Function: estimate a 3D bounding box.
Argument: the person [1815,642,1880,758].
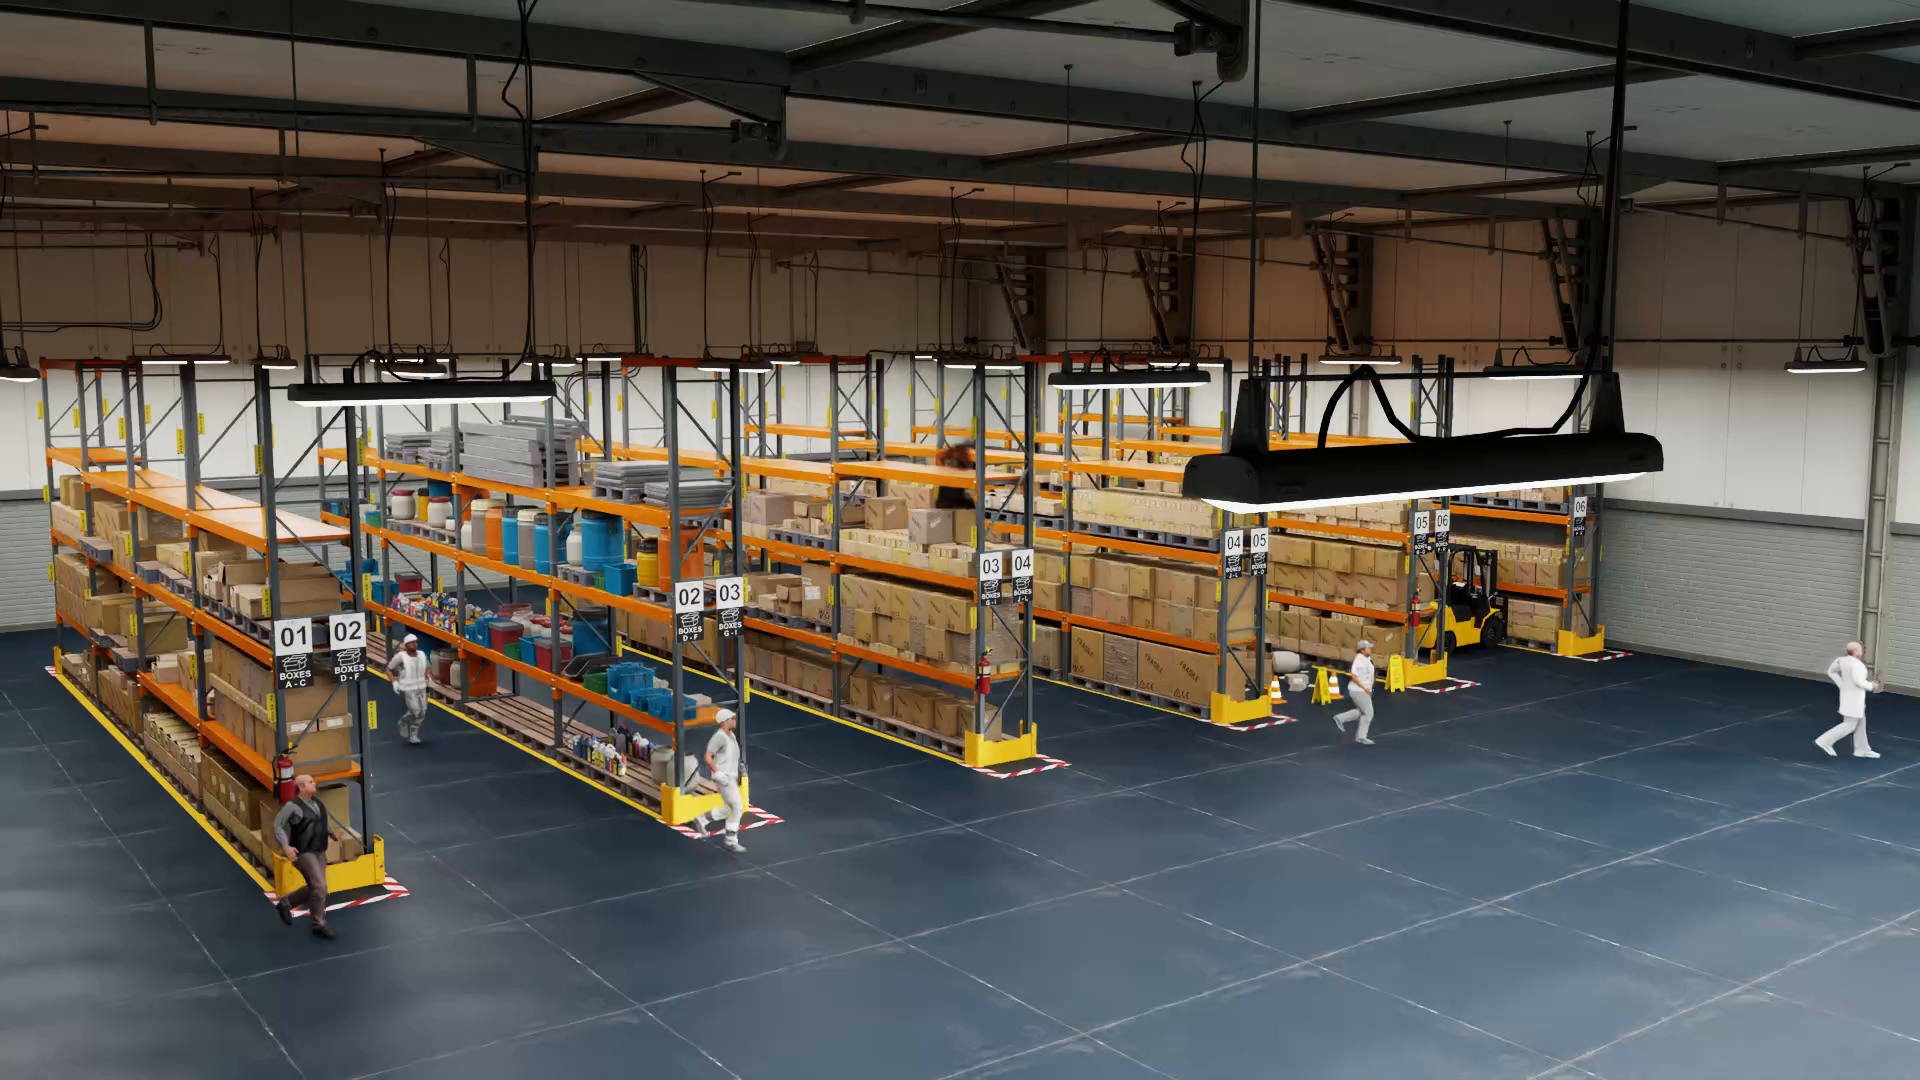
[{"bbox_3d":[13.432,2.412,25.098,0.985,1.764,0.719,1,7,6],"label":"person"}]

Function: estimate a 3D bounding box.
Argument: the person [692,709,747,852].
[{"bbox_3d":[-2.987,2.997,20.838,0.741,1.749,0.720,1,7,9],"label":"person"}]

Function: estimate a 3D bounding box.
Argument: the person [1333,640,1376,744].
[{"bbox_3d":[6.236,2.375,26.247,0.641,1.639,0.608,2,7,19],"label":"person"}]

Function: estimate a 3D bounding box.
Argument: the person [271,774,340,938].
[{"bbox_3d":[-6.982,3.368,17.854,0.766,1.701,0.702,2,7,13],"label":"person"}]

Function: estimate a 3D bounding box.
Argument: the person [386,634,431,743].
[{"bbox_3d":[-8.546,2.340,26.057,0.584,1.734,0.677,6,9,39],"label":"person"}]
